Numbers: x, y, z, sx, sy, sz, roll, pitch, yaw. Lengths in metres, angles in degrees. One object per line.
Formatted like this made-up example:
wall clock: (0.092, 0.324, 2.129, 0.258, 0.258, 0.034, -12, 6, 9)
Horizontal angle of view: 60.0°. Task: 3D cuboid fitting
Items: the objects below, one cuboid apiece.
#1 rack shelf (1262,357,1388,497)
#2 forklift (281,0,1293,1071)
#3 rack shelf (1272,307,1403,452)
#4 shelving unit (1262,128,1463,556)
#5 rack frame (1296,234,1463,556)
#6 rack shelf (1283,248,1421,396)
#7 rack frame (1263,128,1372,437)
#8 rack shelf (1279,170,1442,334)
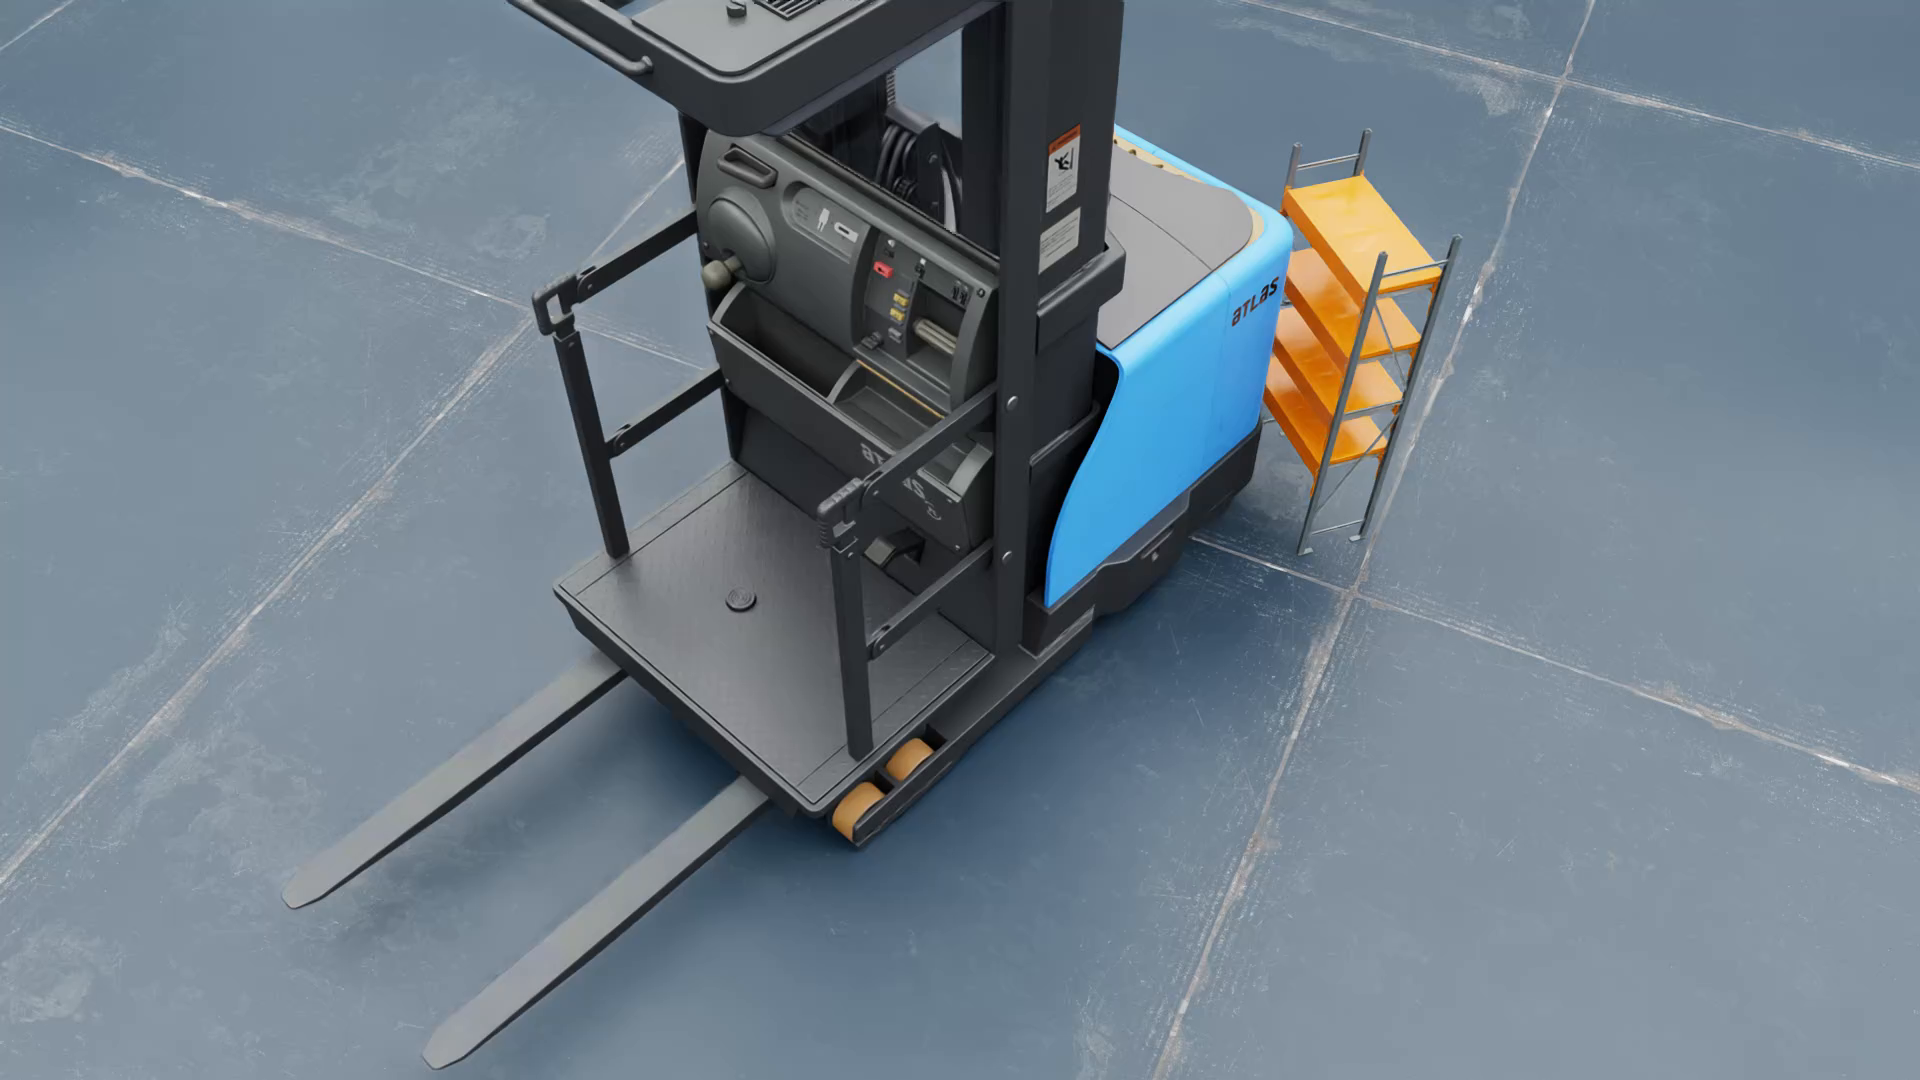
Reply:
rack shelf: (1.094, -0.377, 5.127, 0.258, 0.148, 0.480, -14, 51, -14)
forklift: (-0.435, -0.573, 3.813, 1.130, 2.935, 3.031, 36, 58, 26)
rack shelf: (1.100, -0.507, 4.977, 0.258, 0.148, 0.480, -14, 51, -14)
shelving unit: (1.102, -0.551, 4.926, 0.258, 1.200, 0.503, -14, 51, -14)
rack frame: (1.183, -0.376, 4.777, 0.240, 1.200, 0.015, -14, 51, -14)
rack shelf: (1.106, -0.653, 4.808, 0.258, 0.148, 0.480, -14, 51, -14)
rack frame: (1.021, -0.726, 5.075, 0.240, 1.200, 0.015, -14, 51, -14)
rack shelf: (1.113, -0.808, 4.629, 0.258, 0.148, 0.480, -14, 51, -14)
